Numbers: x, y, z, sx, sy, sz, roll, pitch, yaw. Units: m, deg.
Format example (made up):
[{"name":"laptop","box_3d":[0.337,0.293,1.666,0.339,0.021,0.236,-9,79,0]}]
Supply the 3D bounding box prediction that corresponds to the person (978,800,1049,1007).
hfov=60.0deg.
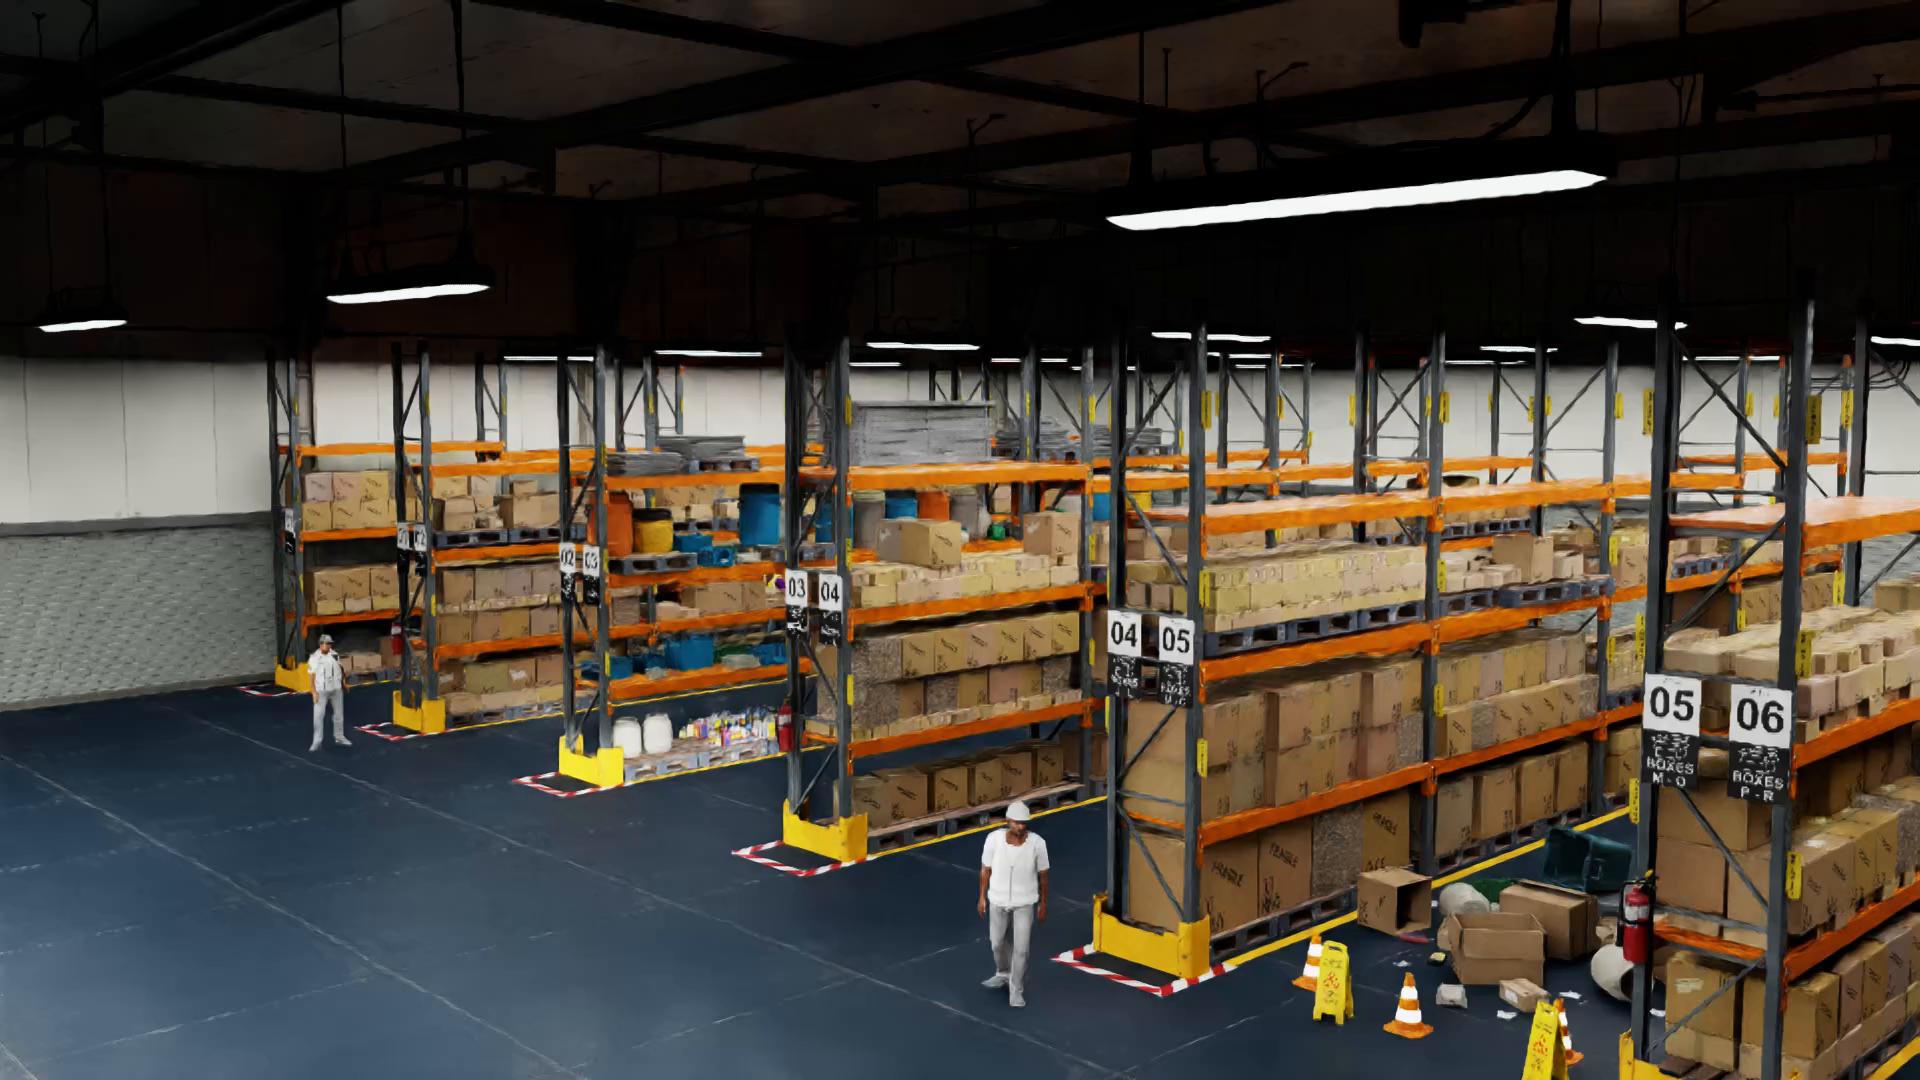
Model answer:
[{"name":"person","box_3d":[0.460,3.066,14.230,0.606,1.753,0.574,1,5,11]}]

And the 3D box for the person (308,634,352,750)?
[{"name":"person","box_3d":[-9.280,2.209,24.408,0.393,1.674,0.635,4,6,40]}]

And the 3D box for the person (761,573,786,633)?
[{"name":"person","box_3d":[-3.959,1.291,34.823,0.571,1.708,1.033,4,6,38]}]
